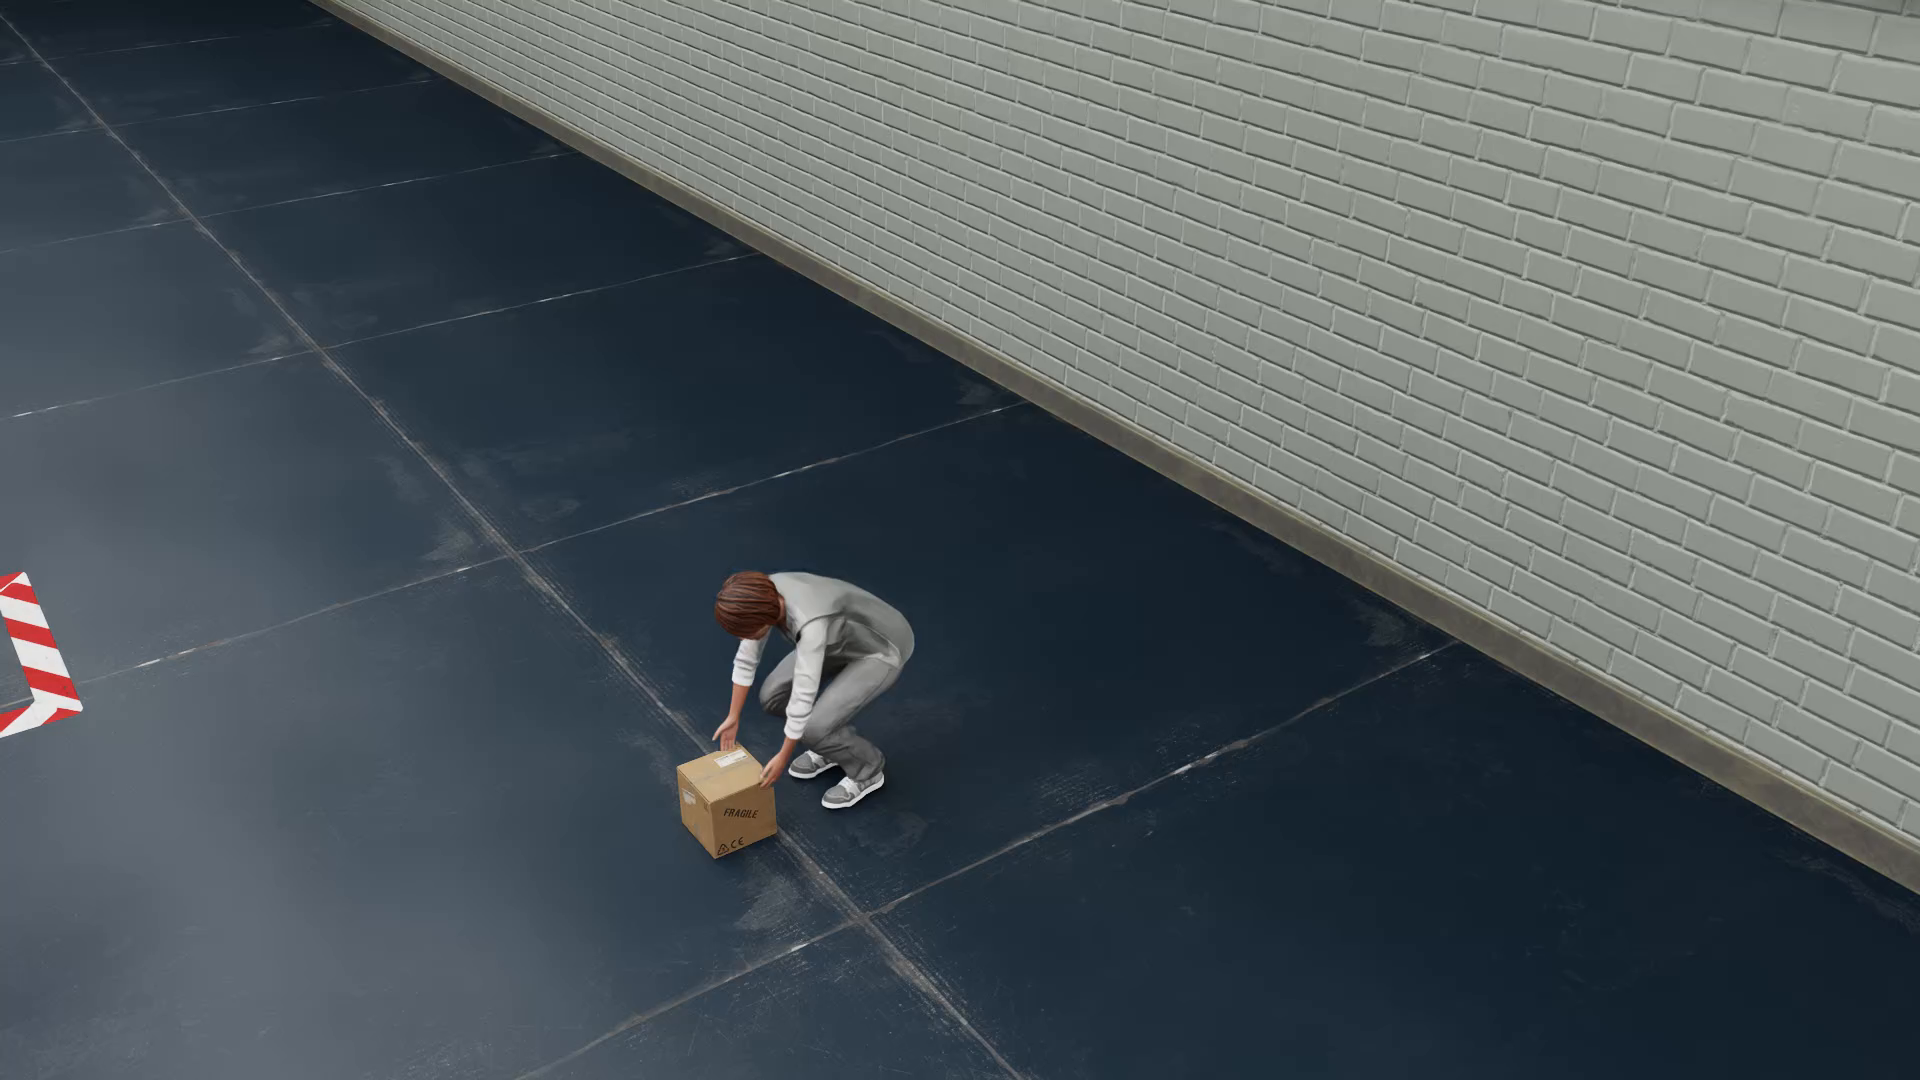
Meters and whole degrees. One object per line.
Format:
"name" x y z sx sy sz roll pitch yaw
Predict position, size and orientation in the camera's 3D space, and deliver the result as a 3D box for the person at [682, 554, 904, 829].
"person" -0.580 0.544 5.861 0.858 0.911 0.418 -21 35 -33
